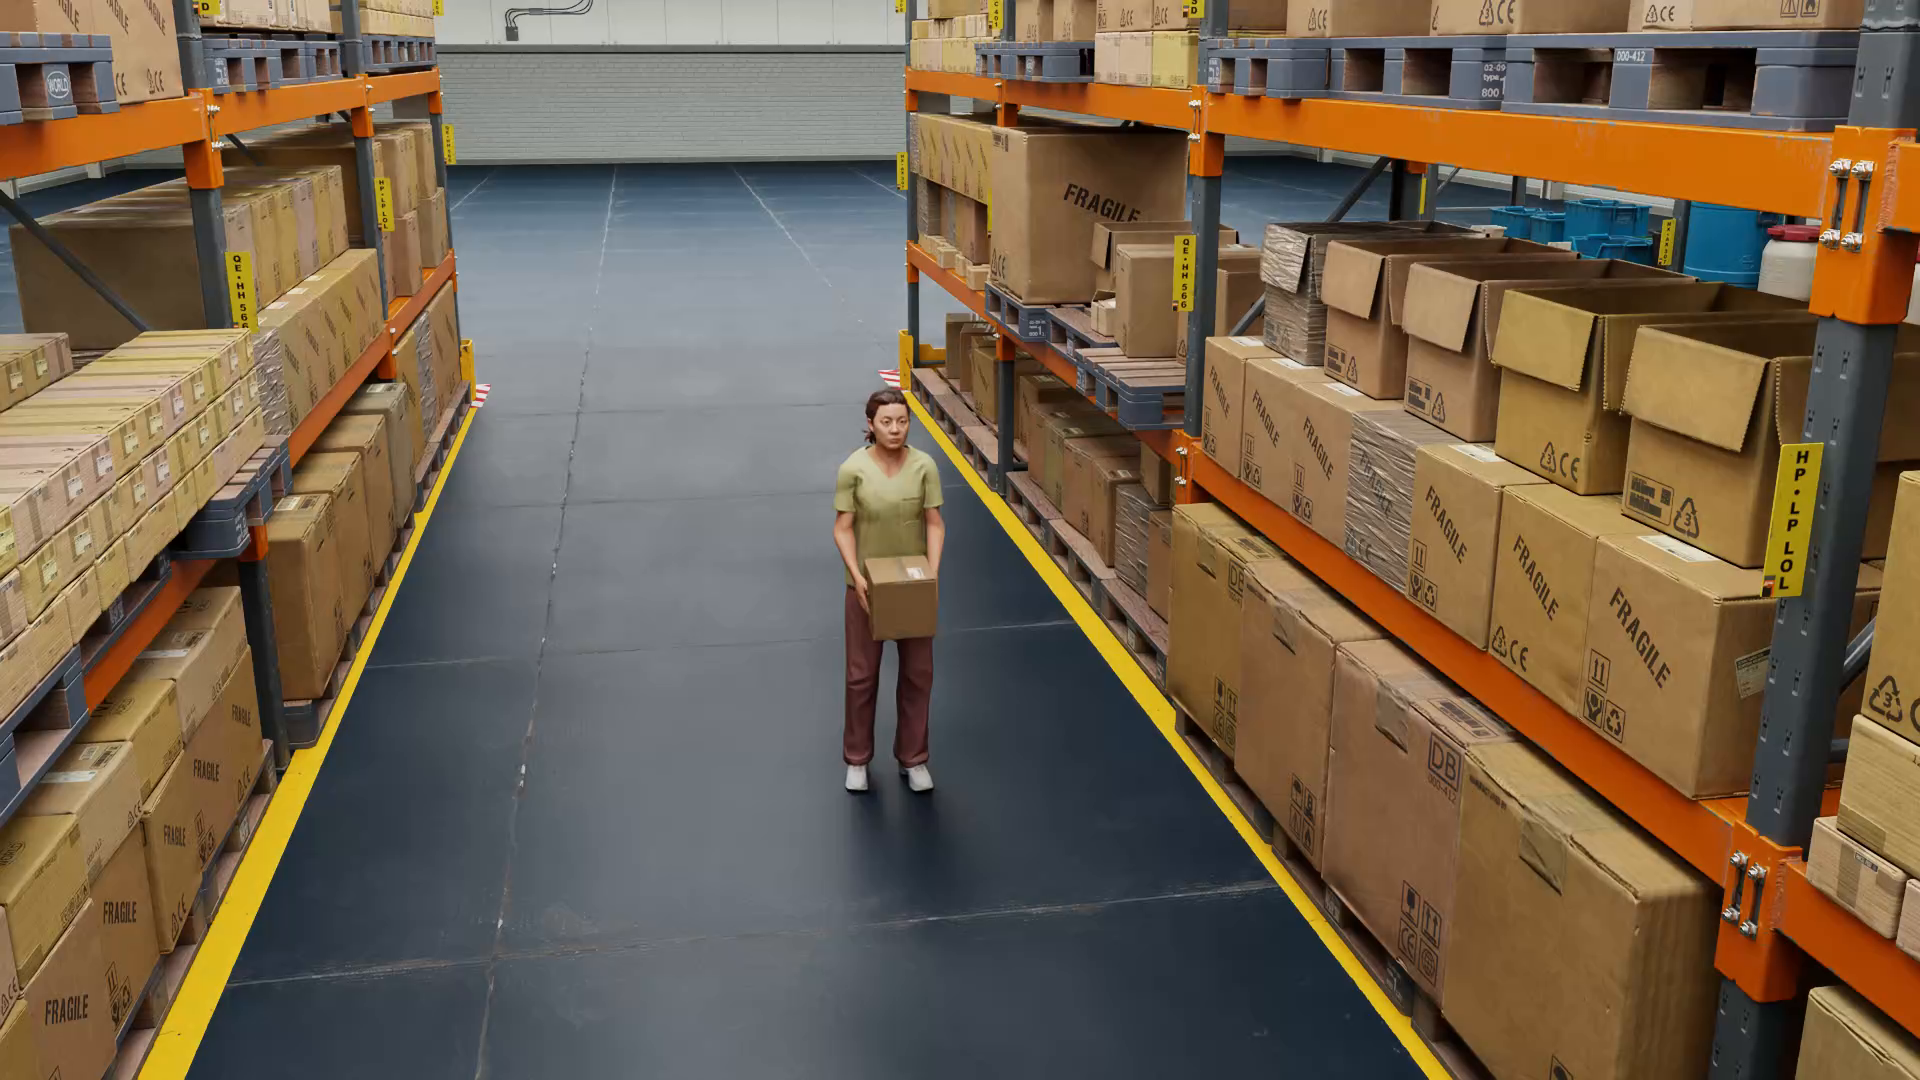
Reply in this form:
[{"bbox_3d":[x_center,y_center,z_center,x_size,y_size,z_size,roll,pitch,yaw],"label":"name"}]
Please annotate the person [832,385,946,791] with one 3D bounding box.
[{"bbox_3d":[-0.280,0.206,6.837,0.466,1.675,0.452,-3,17,-11],"label":"person"}]
